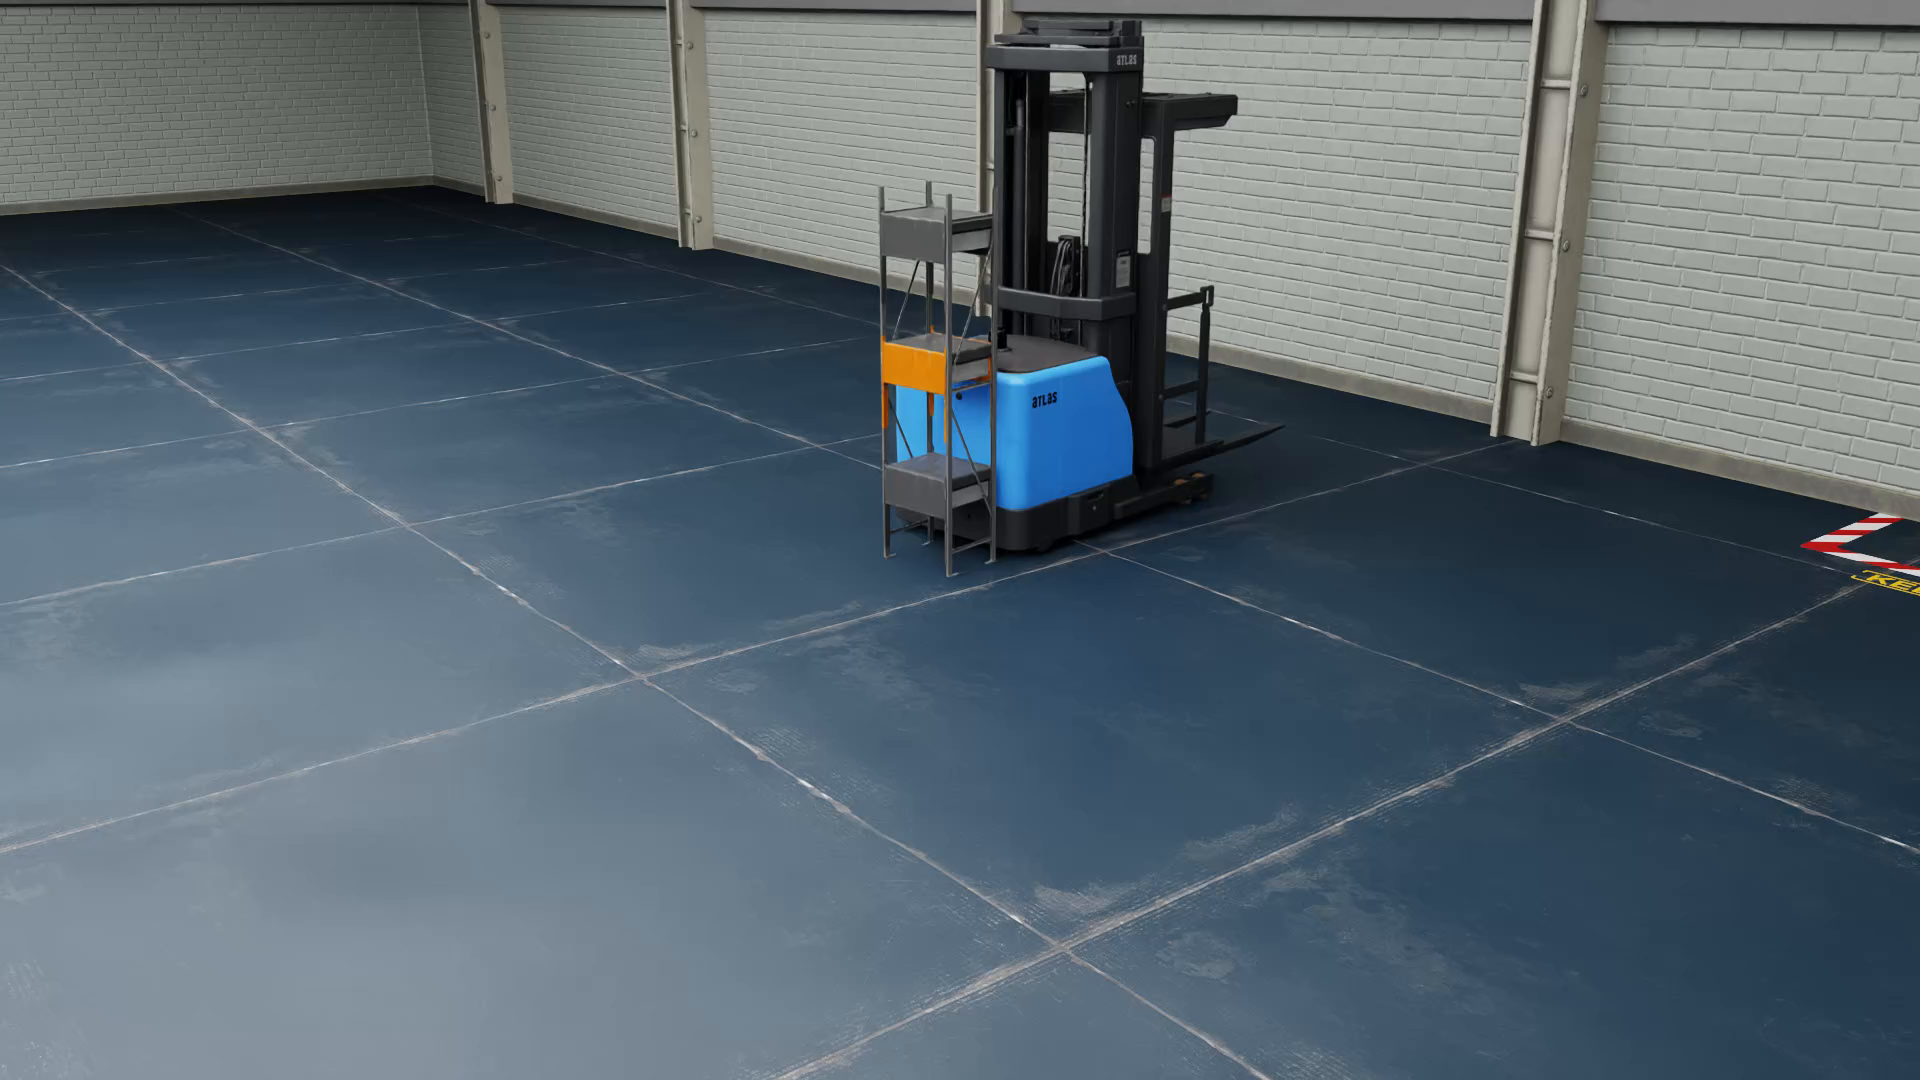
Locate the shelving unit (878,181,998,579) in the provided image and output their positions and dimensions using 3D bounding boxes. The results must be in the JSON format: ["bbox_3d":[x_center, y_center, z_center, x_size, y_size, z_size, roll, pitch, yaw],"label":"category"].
[{"bbox_3d":[-0.116,-0.881,9.182,0.503,2.100,0.431,16,24,40],"label":"shelving unit"}]

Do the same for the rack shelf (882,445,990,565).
[{"bbox_3d":[-0.116,-0.203,9.406,0.480,0.518,0.431,16,24,40],"label":"rack shelf"}]

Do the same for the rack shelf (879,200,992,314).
[{"bbox_3d":[-0.116,-1.532,8.966,0.480,0.518,0.431,16,24,40],"label":"rack shelf"}]

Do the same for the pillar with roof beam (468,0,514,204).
[{"bbox_3d":[-10.429,-8.616,21.567,9.100,9.000,0.400,-14,23,-36],"label":"pillar with roof beam"}]

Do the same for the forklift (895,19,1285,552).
[{"bbox_3d":[0.982,-1.707,10.356,1.130,2.935,3.031,16,24,41],"label":"forklift"}]

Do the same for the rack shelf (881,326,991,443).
[{"bbox_3d":[-0.116,-0.868,9.186,0.480,0.518,0.431,16,24,40],"label":"rack shelf"}]

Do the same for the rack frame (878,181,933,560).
[{"bbox_3d":[-0.297,-0.932,9.338,0.015,2.100,0.400,16,24,40],"label":"rack frame"}]

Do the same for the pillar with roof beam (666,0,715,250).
[{"bbox_3d":[-6.703,-7.138,17.102,9.100,9.000,0.400,-14,23,-36],"label":"pillar with roof beam"}]

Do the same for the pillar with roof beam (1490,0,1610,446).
[{"bbox_3d":[0.747,-4.181,8.172,9.100,9.000,0.400,-14,23,-36],"label":"pillar with roof beam"}]

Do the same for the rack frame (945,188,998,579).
[{"bbox_3d":[0.064,-0.829,9.026,0.015,2.100,0.400,16,24,40],"label":"rack frame"}]

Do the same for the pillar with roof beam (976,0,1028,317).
[{"bbox_3d":[-2.978,-5.659,12.637,9.100,9.000,0.400,-14,23,-36],"label":"pillar with roof beam"}]
